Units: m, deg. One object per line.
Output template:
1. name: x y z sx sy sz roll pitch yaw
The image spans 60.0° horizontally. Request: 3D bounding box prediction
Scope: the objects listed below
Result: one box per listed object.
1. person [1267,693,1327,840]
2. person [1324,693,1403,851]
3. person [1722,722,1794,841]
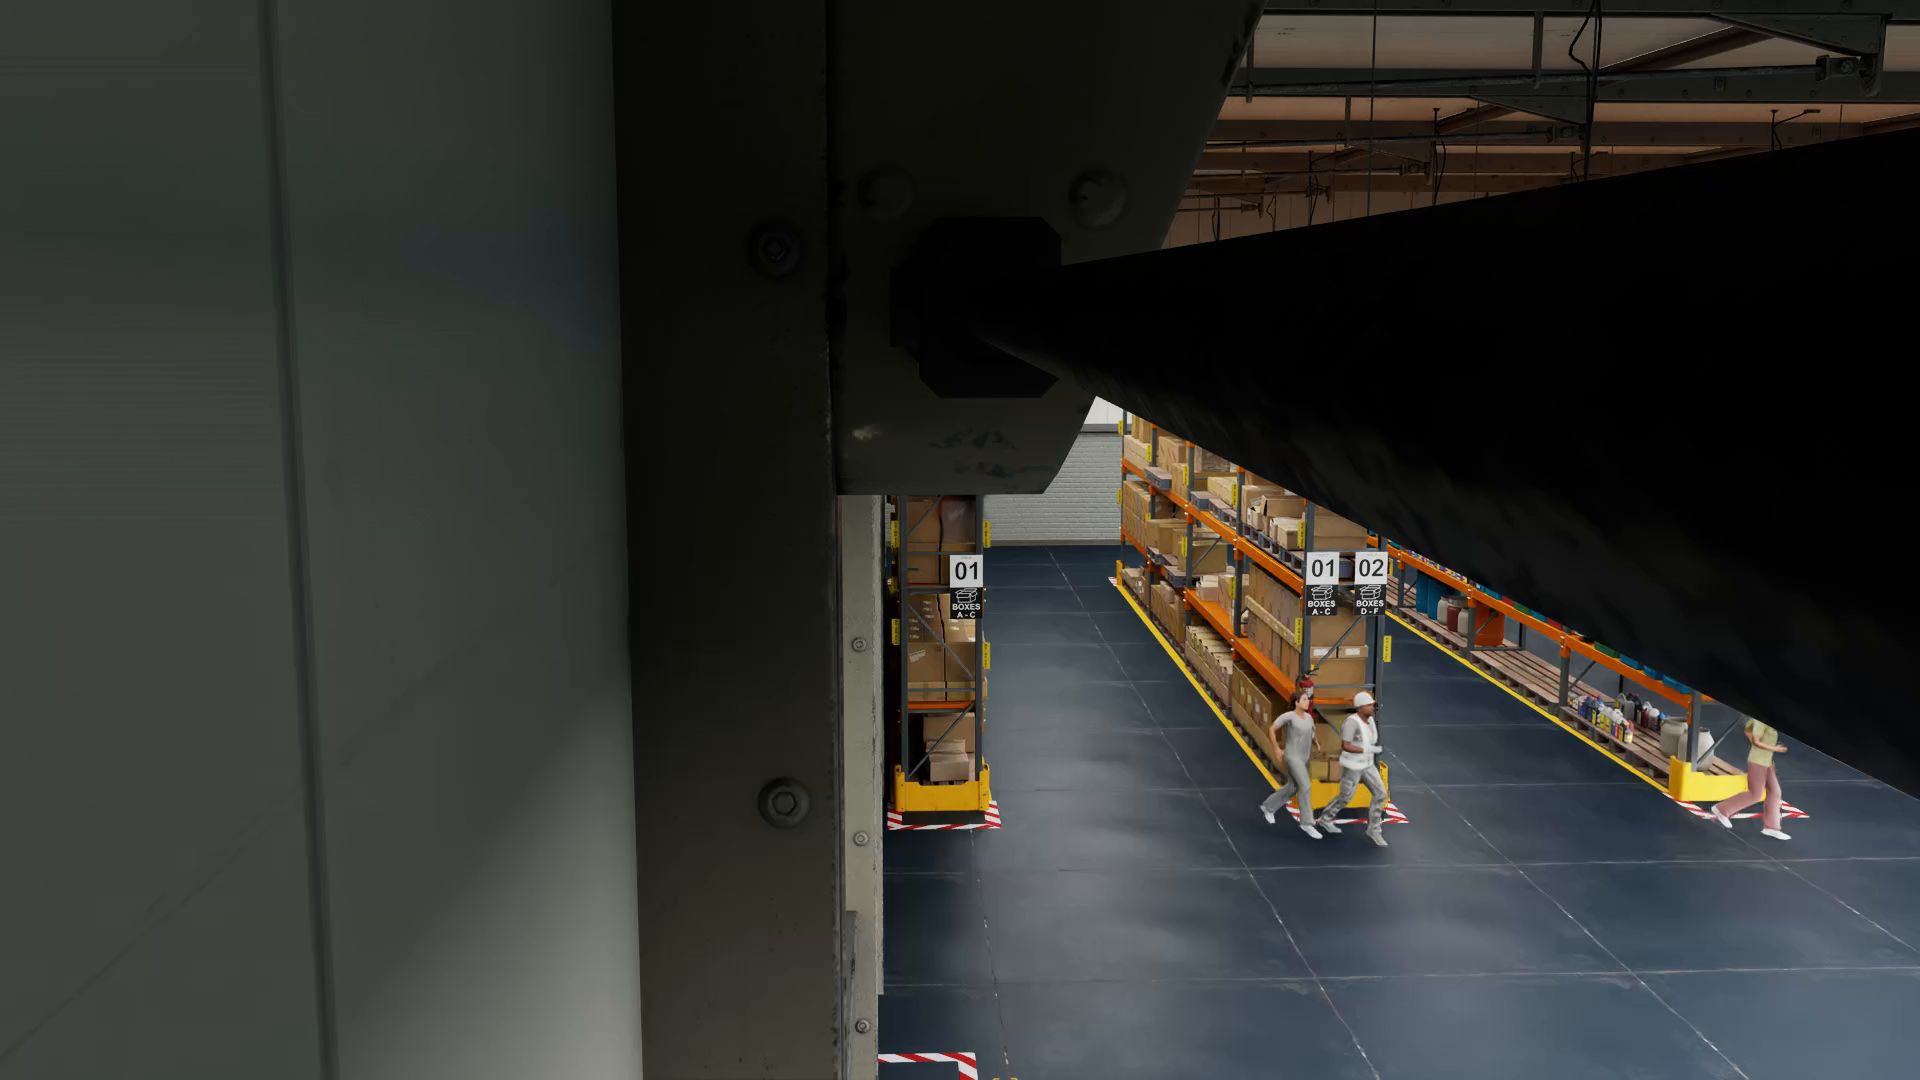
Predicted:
1. person: 4.062 2.630 19.672 0.601 1.661 0.851 -8 11 -42
2. person: 4.677 2.635 19.196 0.952 1.799 0.709 8 11 42
3. person: 9.418 2.663 19.539 0.763 1.651 0.581 5 10 28
